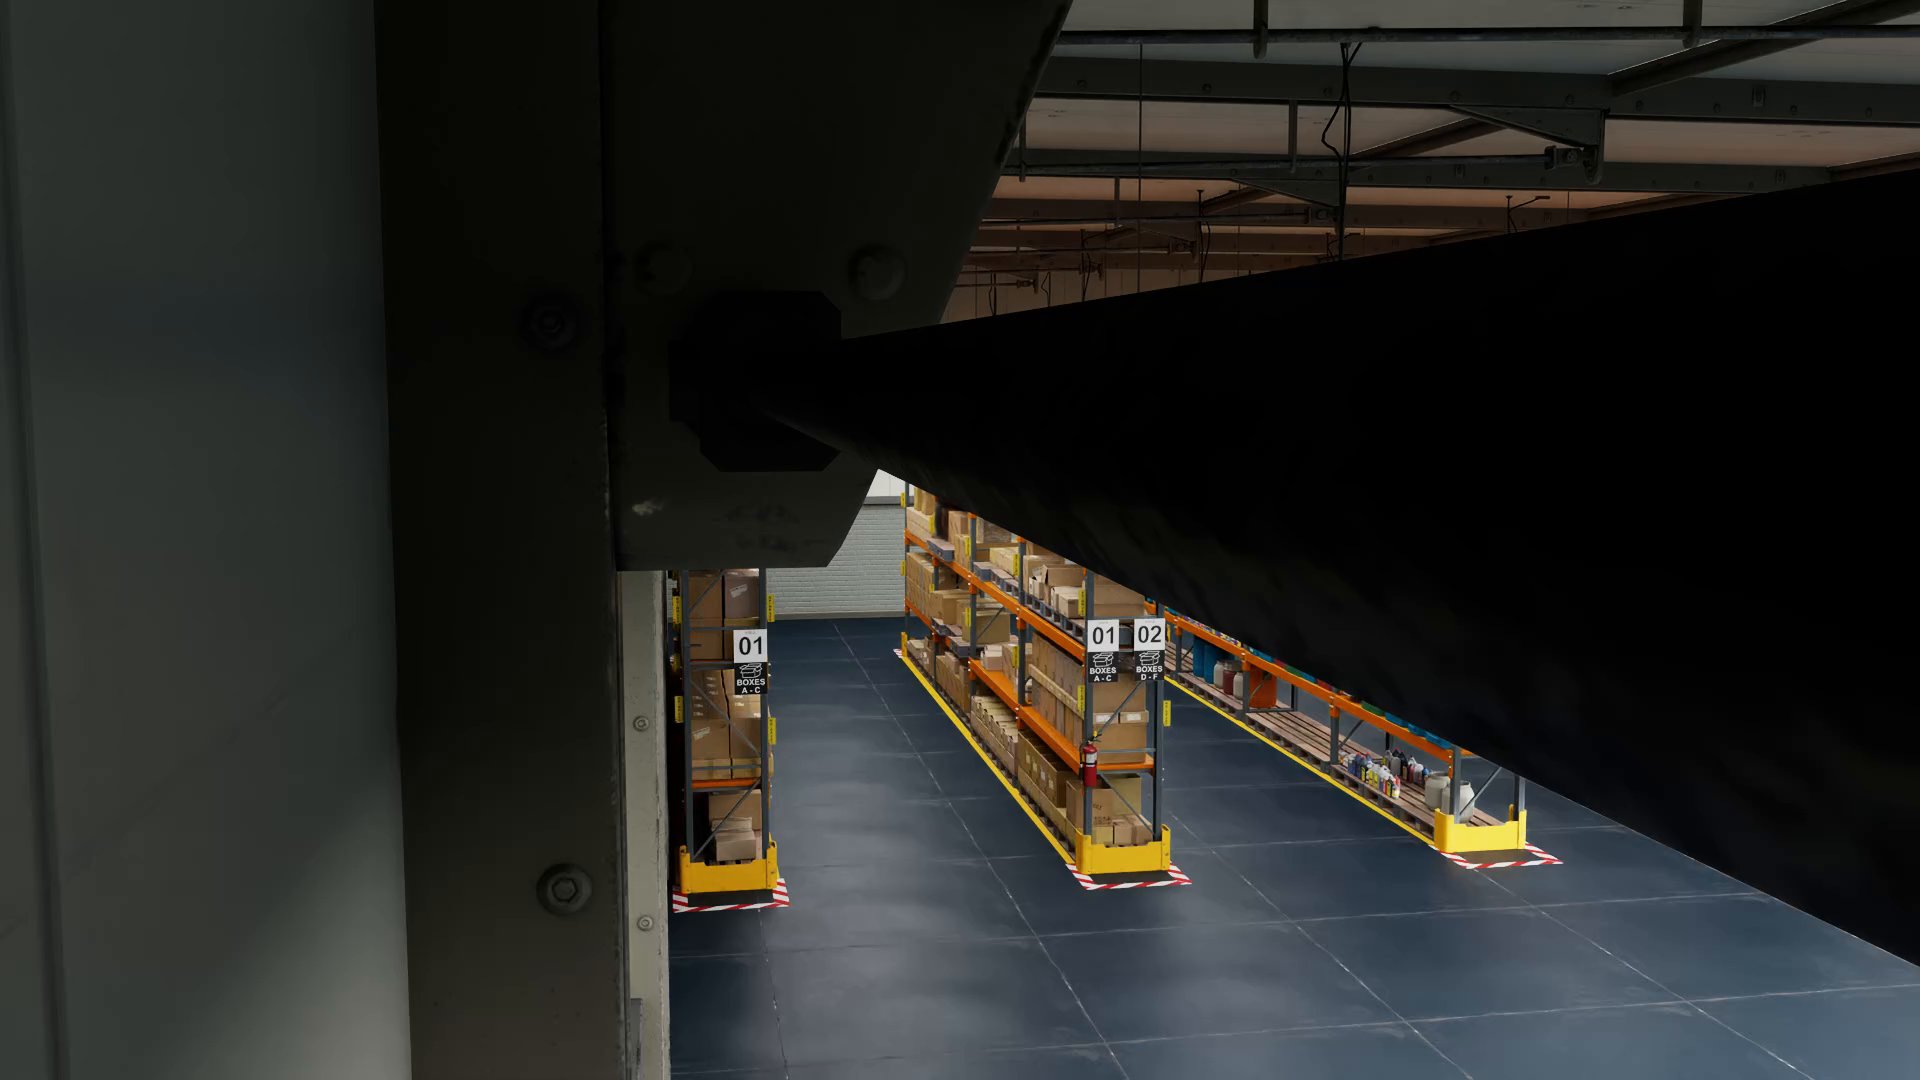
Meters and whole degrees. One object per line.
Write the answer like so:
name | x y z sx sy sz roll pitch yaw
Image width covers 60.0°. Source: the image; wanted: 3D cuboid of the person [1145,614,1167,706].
person | 3.561 2.233 31.429 0.672 1.724 0.734 0 6 2
